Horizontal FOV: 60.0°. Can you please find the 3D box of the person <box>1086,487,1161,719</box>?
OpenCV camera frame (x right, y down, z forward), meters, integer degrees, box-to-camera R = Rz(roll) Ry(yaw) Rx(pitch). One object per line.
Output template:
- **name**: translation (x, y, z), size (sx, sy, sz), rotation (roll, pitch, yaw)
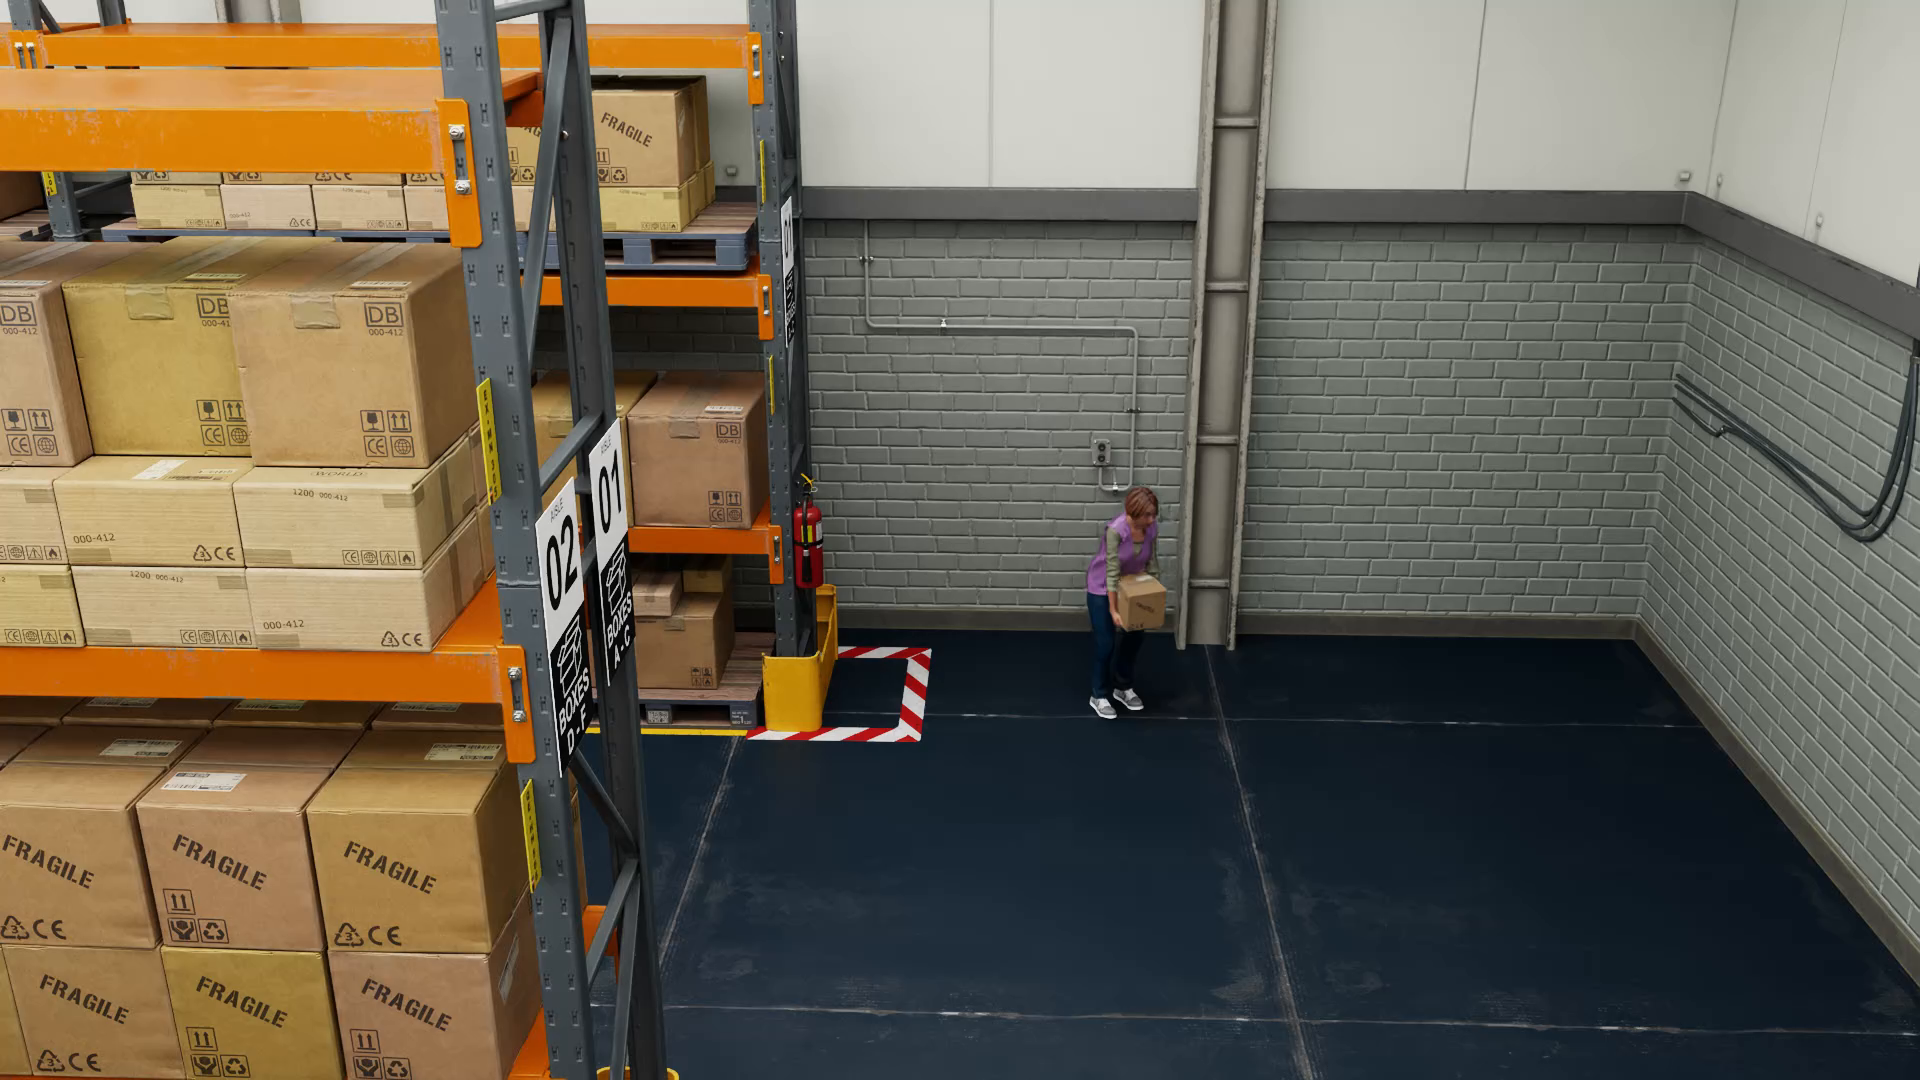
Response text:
- **person**: translation (1.003, 0.366, 10.251), size (0.378, 1.529, 0.522), rotation (-11, 23, -25)
